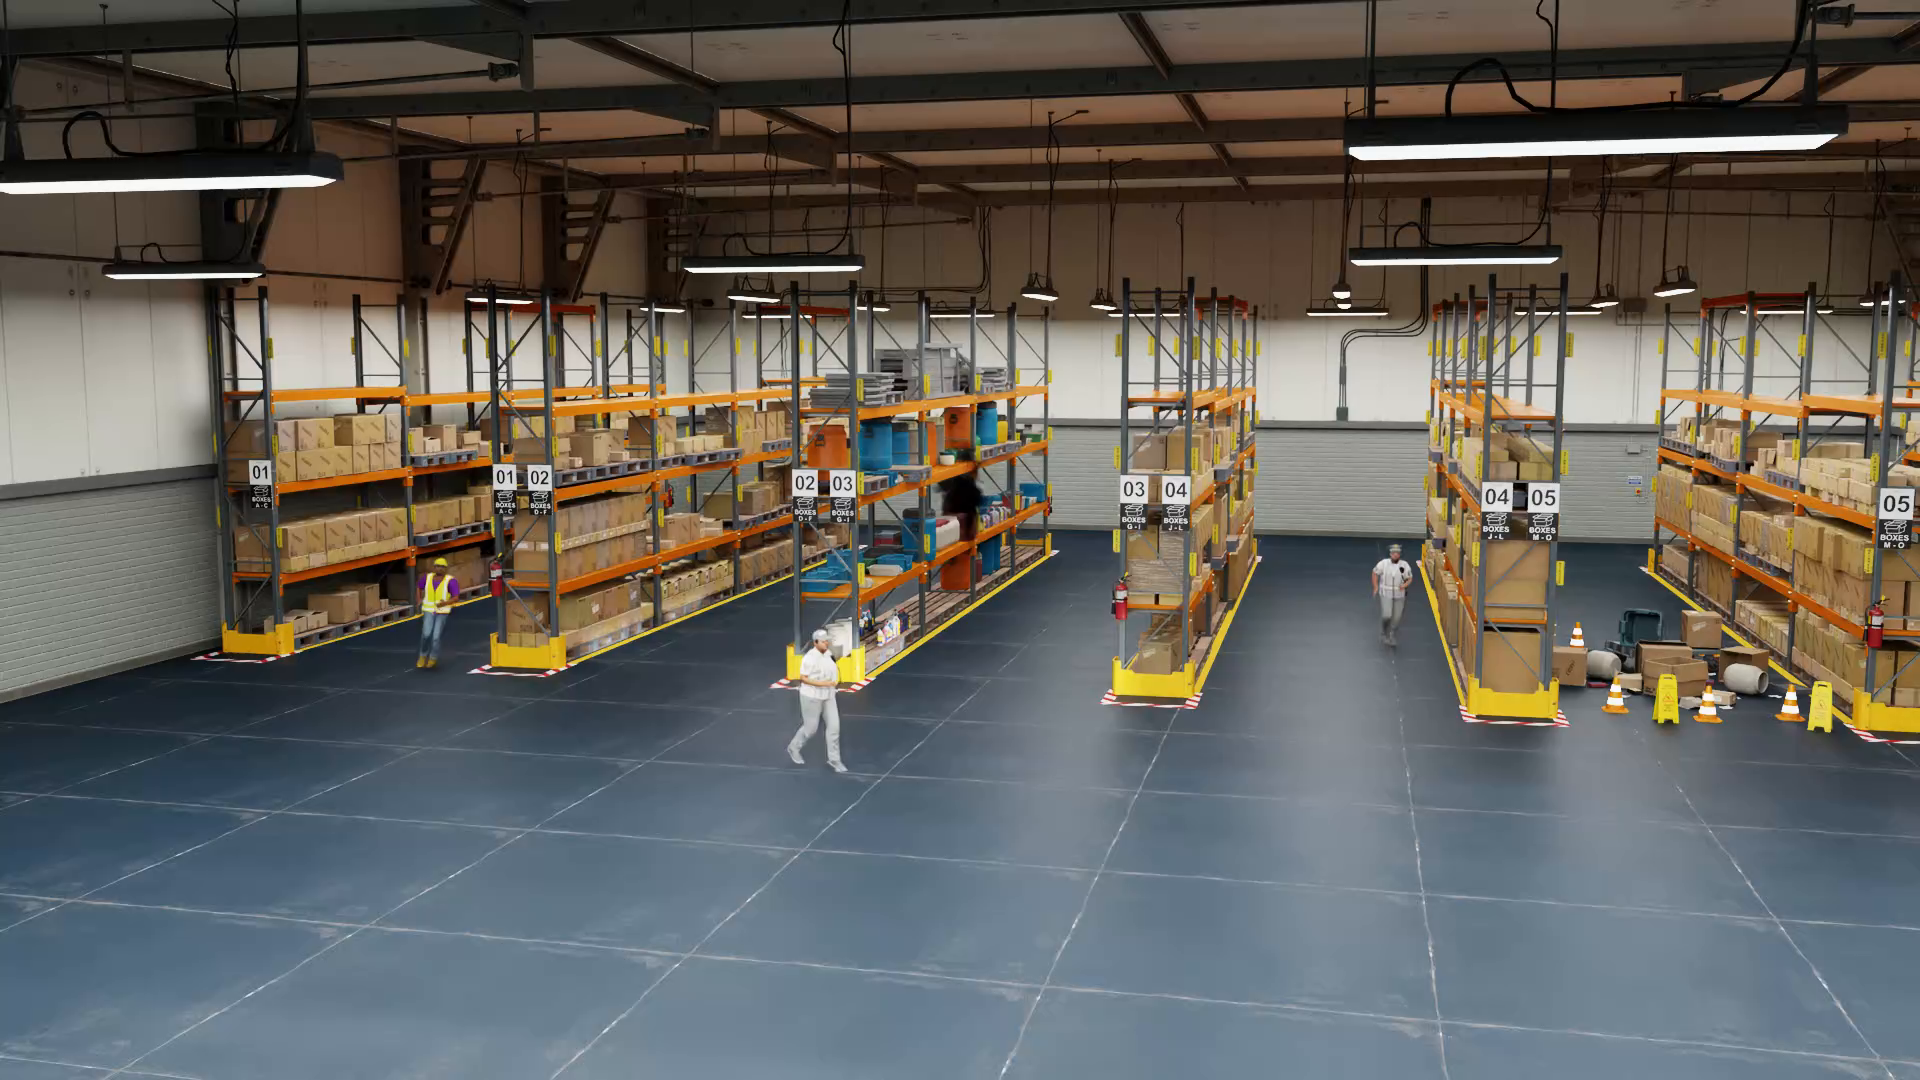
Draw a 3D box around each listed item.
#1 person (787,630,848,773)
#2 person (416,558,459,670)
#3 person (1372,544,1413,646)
[{"bbox_3d":[-1.703,1.909,19.850,0.814,1.712,0.623,5,8,38],"label":"person"},{"bbox_3d":[-8.220,1.148,26.148,0.693,1.754,0.650,-2,7,-14],"label":"person"},{"bbox_3d":[7.262,0.928,27.906,0.637,1.738,0.733,1,7,7],"label":"person"}]
